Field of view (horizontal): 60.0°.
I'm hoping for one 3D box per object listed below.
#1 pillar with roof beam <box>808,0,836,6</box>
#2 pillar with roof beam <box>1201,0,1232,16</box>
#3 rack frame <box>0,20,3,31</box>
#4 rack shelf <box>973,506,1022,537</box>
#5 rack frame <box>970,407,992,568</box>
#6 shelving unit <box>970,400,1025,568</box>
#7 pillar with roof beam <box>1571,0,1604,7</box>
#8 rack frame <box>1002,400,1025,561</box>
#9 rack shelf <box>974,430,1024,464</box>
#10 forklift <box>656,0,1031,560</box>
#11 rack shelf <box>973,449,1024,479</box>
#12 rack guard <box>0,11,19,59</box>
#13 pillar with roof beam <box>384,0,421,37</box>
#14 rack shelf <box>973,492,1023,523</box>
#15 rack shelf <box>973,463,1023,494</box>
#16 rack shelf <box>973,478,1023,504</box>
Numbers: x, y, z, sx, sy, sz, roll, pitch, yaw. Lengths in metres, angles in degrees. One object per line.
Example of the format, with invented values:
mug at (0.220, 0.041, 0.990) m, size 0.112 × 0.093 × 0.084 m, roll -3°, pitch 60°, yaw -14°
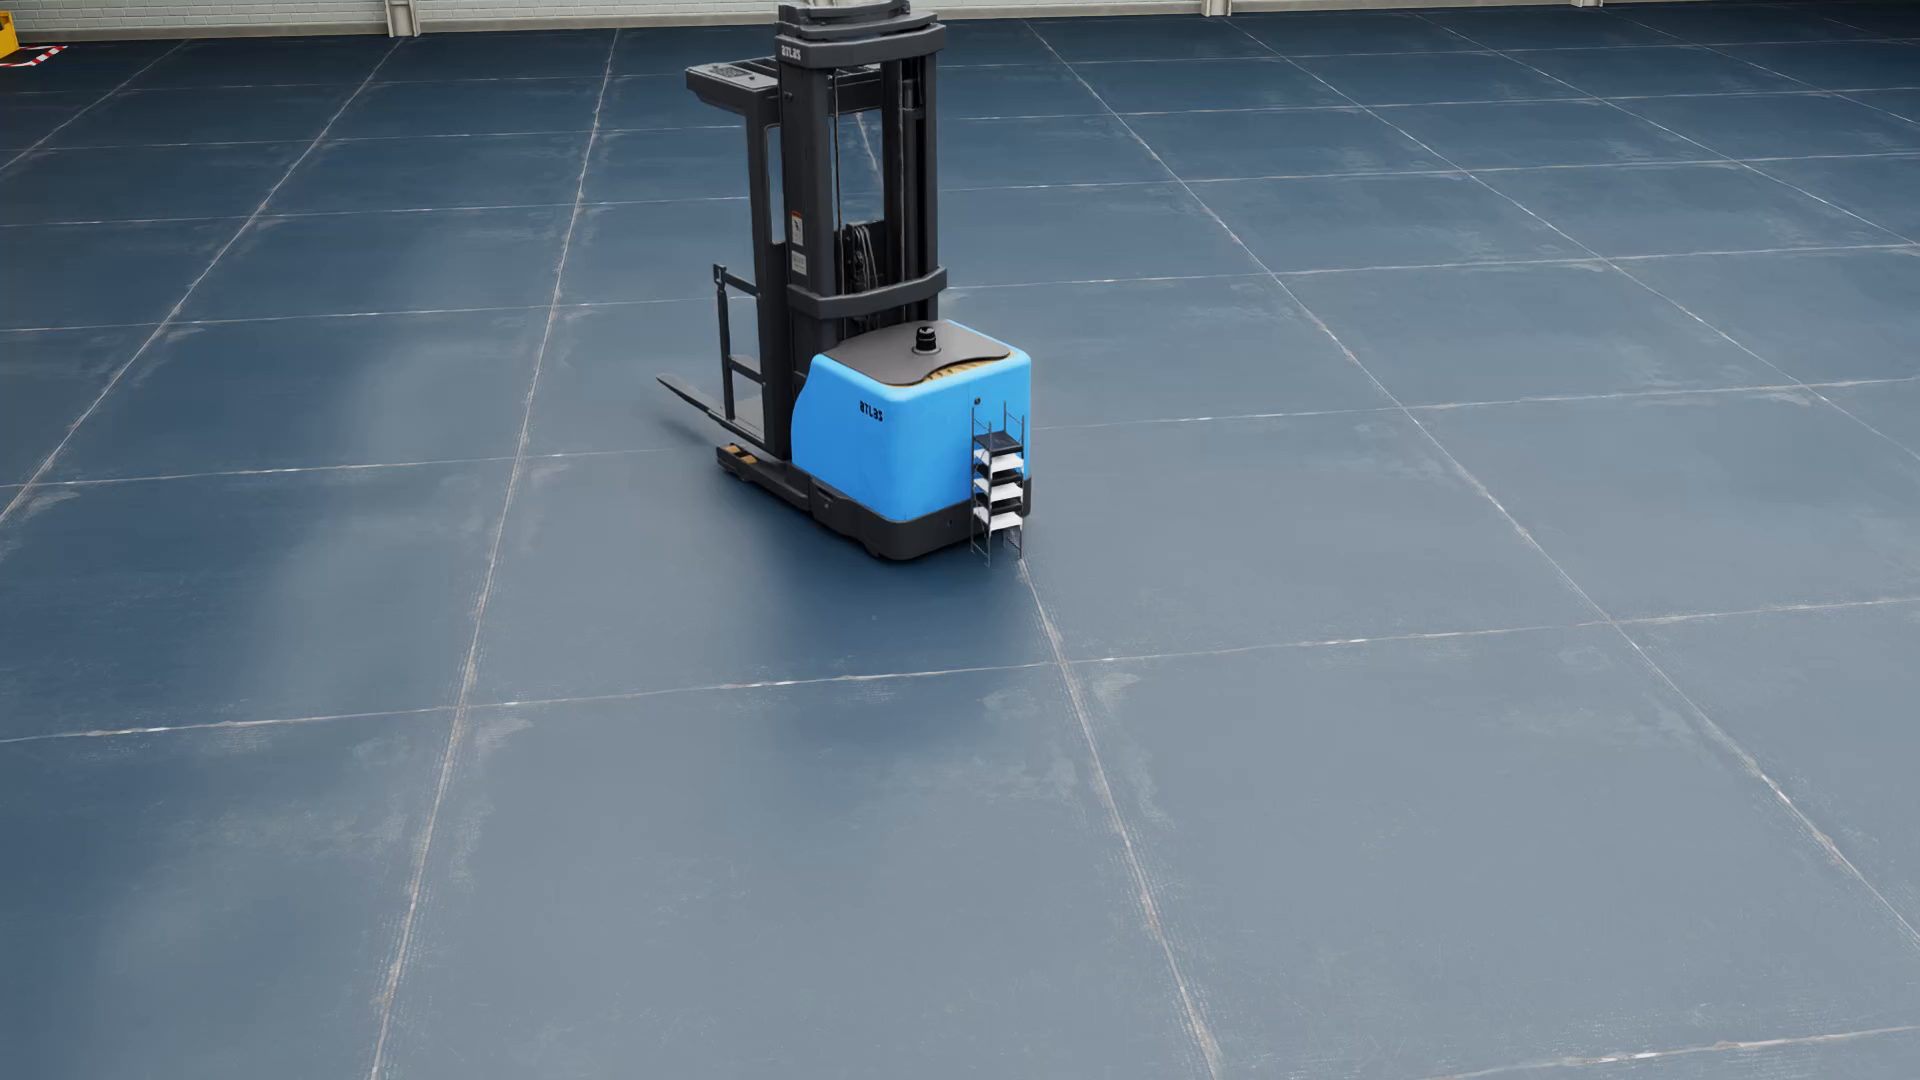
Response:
pillar with roof beam at (-1.436, -9.708, 18.812) m, size 0.400 × 9.000 × 9.100 m, roll -4°, pitch 27°, yaw -7°
pillar with roof beam at (4.505, -10.089, 19.556) m, size 0.400 × 9.000 × 9.100 m, roll -4°, pitch 27°, yaw -7°
rack frame at (-13.104, -7.858, 21.779) m, size 0.127 × 3.000 × 1.000 m, roll -4°, pitch 27°, yaw -7°
rack shelf at (0.208, -0.121, 9.465) m, size 0.200 × 0.077 × 0.258 m, roll -12°, pitch 30°, yaw -23°
rack frame at (0.116, -0.290, 9.328) m, size 0.006 × 0.900 × 0.240 m, roll -12°, pitch 30°, yaw -23°
shelving unit at (0.208, -0.310, 9.367) m, size 0.210 × 0.900 × 0.258 m, roll -12°, pitch 30°, yaw -23°
pillar with roof beam at (10.447, -10.471, 20.300) m, size 0.400 × 9.000 × 9.100 m, roll -4°, pitch 27°, yaw -7°
rack frame at (0.299, -0.330, 9.407) m, size 0.006 × 0.900 × 0.240 m, roll -12°, pitch 30°, yaw -23°
rack shelf at (0.208, -0.521, 9.259) m, size 0.200 × 0.077 × 0.258 m, roll -12°, pitch 30°, yaw -23°
forklift at (-0.892, -1.795, 10.038) m, size 1.130 × 2.935 × 3.031 m, roll -20°, pitch 33°, yaw -34°
rack shelf at (0.208, -0.441, 9.300) m, size 0.200 × 0.077 × 0.258 m, roll -12°, pitch 30°, yaw -23°
rack guard at (-13.080, -6.748, 22.353) m, size 0.348 × 0.500 × 1.175 m, roll -4°, pitch 27°, yaw -7°
pillar with roof beam at (-7.378, -9.326, 18.068) m, size 0.400 × 9.000 × 9.100 m, roll -4°, pitch 27°, yaw -7°
rack shelf at (0.208, -0.201, 9.424) m, size 0.200 × 0.077 × 0.258 m, roll -12°, pitch 30°, yaw -23°
rack shelf at (0.208, -0.361, 9.342) m, size 0.200 × 0.077 × 0.258 m, roll -12°, pitch 30°, yaw -23°
rack shelf at (0.208, -0.281, 9.383) m, size 0.200 × 0.077 × 0.258 m, roll -12°, pitch 30°, yaw -23°
